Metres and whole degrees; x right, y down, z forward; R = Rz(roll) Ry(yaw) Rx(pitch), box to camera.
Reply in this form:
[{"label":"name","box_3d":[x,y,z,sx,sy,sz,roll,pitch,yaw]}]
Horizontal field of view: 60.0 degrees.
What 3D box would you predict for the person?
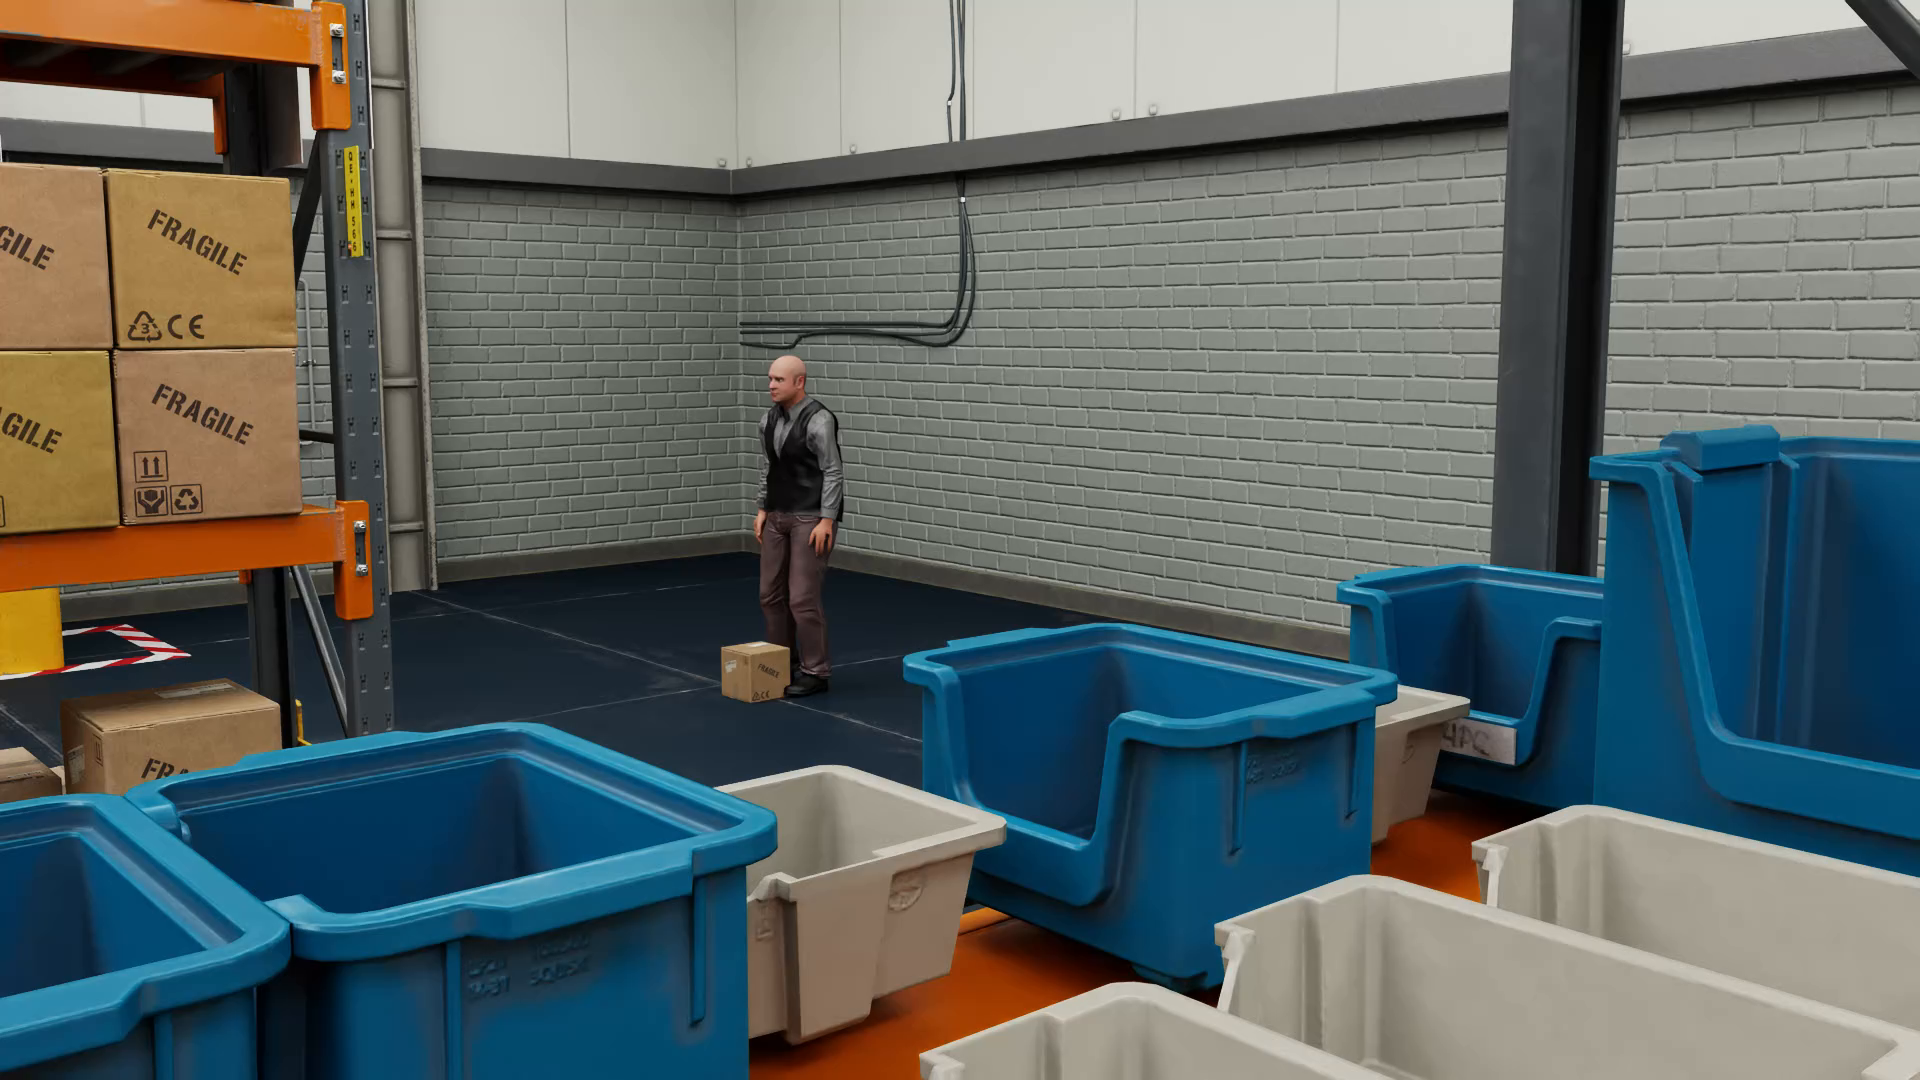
[{"label":"person","box_3d":[-0.826,-0.084,8.531,0.424,1.719,0.583,-7,10,-44]}]
